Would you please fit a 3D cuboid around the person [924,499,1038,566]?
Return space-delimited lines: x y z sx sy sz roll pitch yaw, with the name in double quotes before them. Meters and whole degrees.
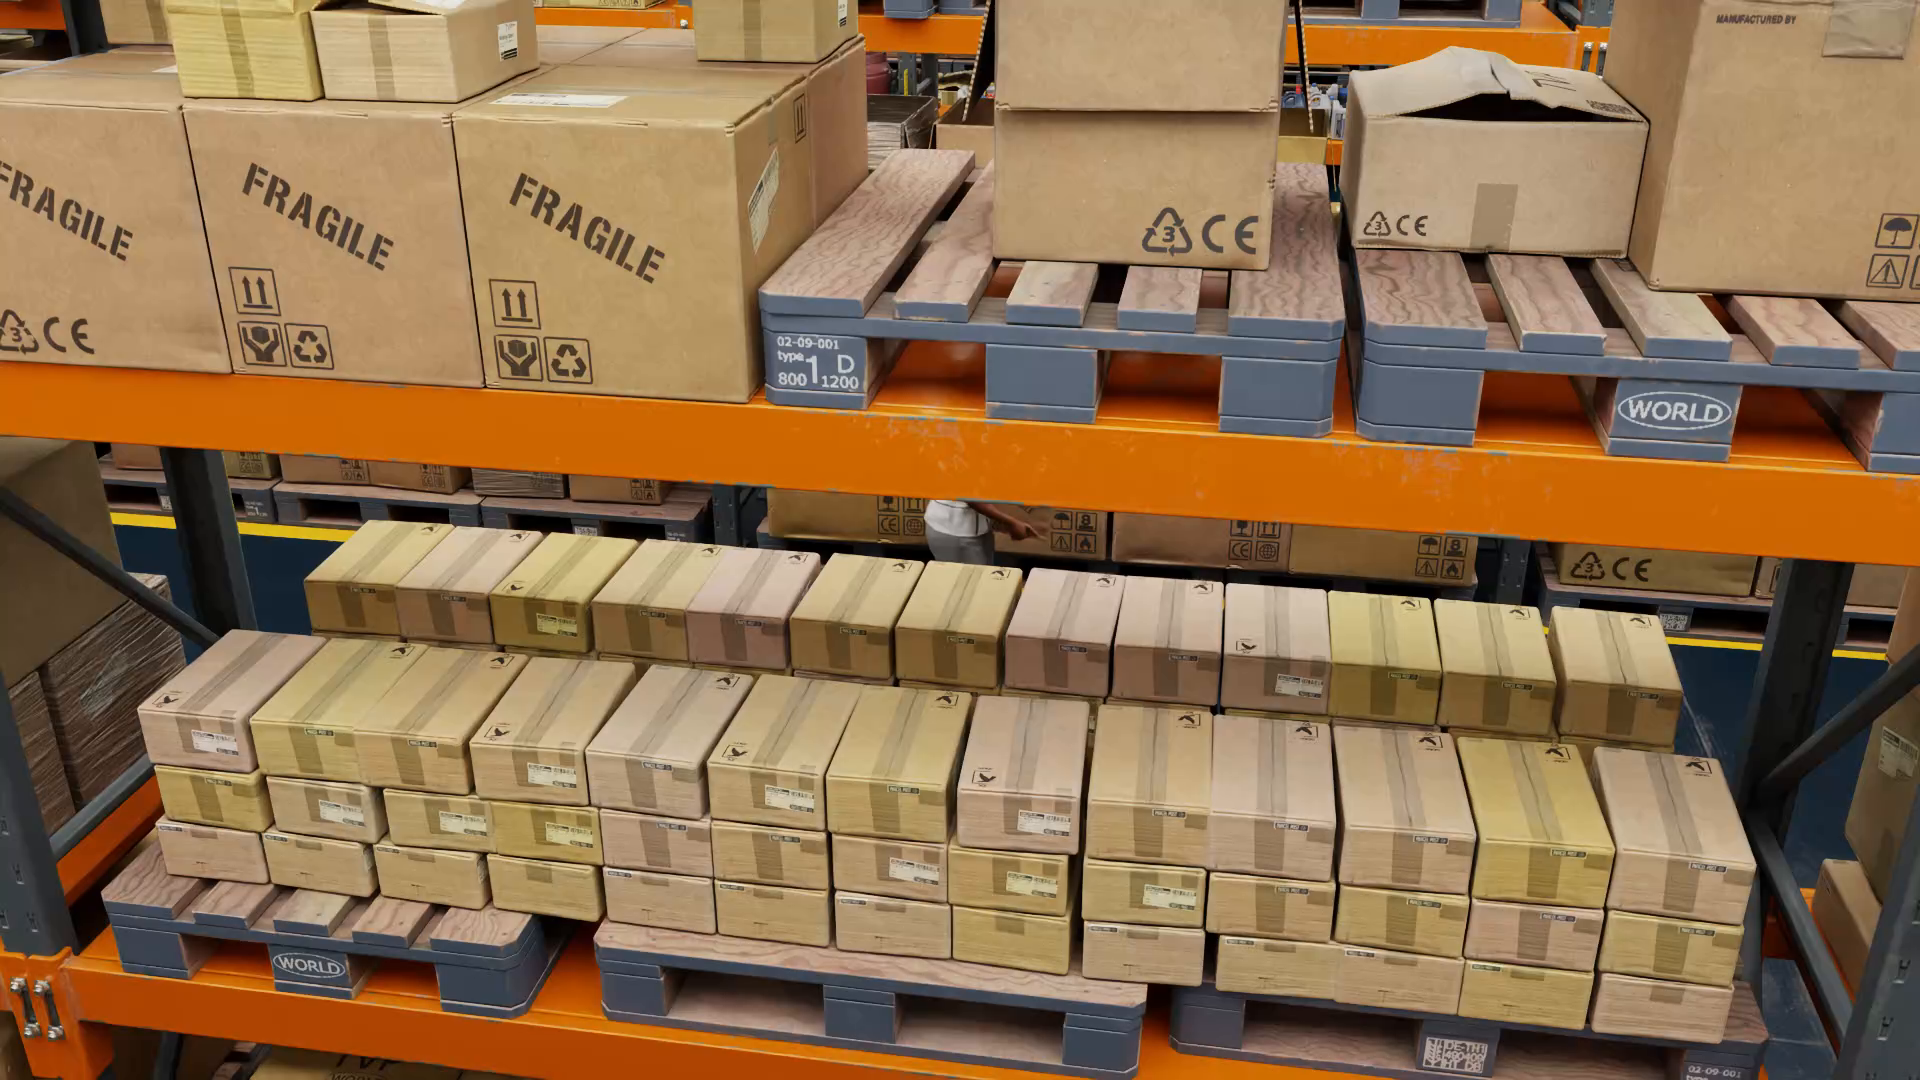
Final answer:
"person" 0.094 -0.055 7.199 0.525 1.688 0.451 5 25 10
